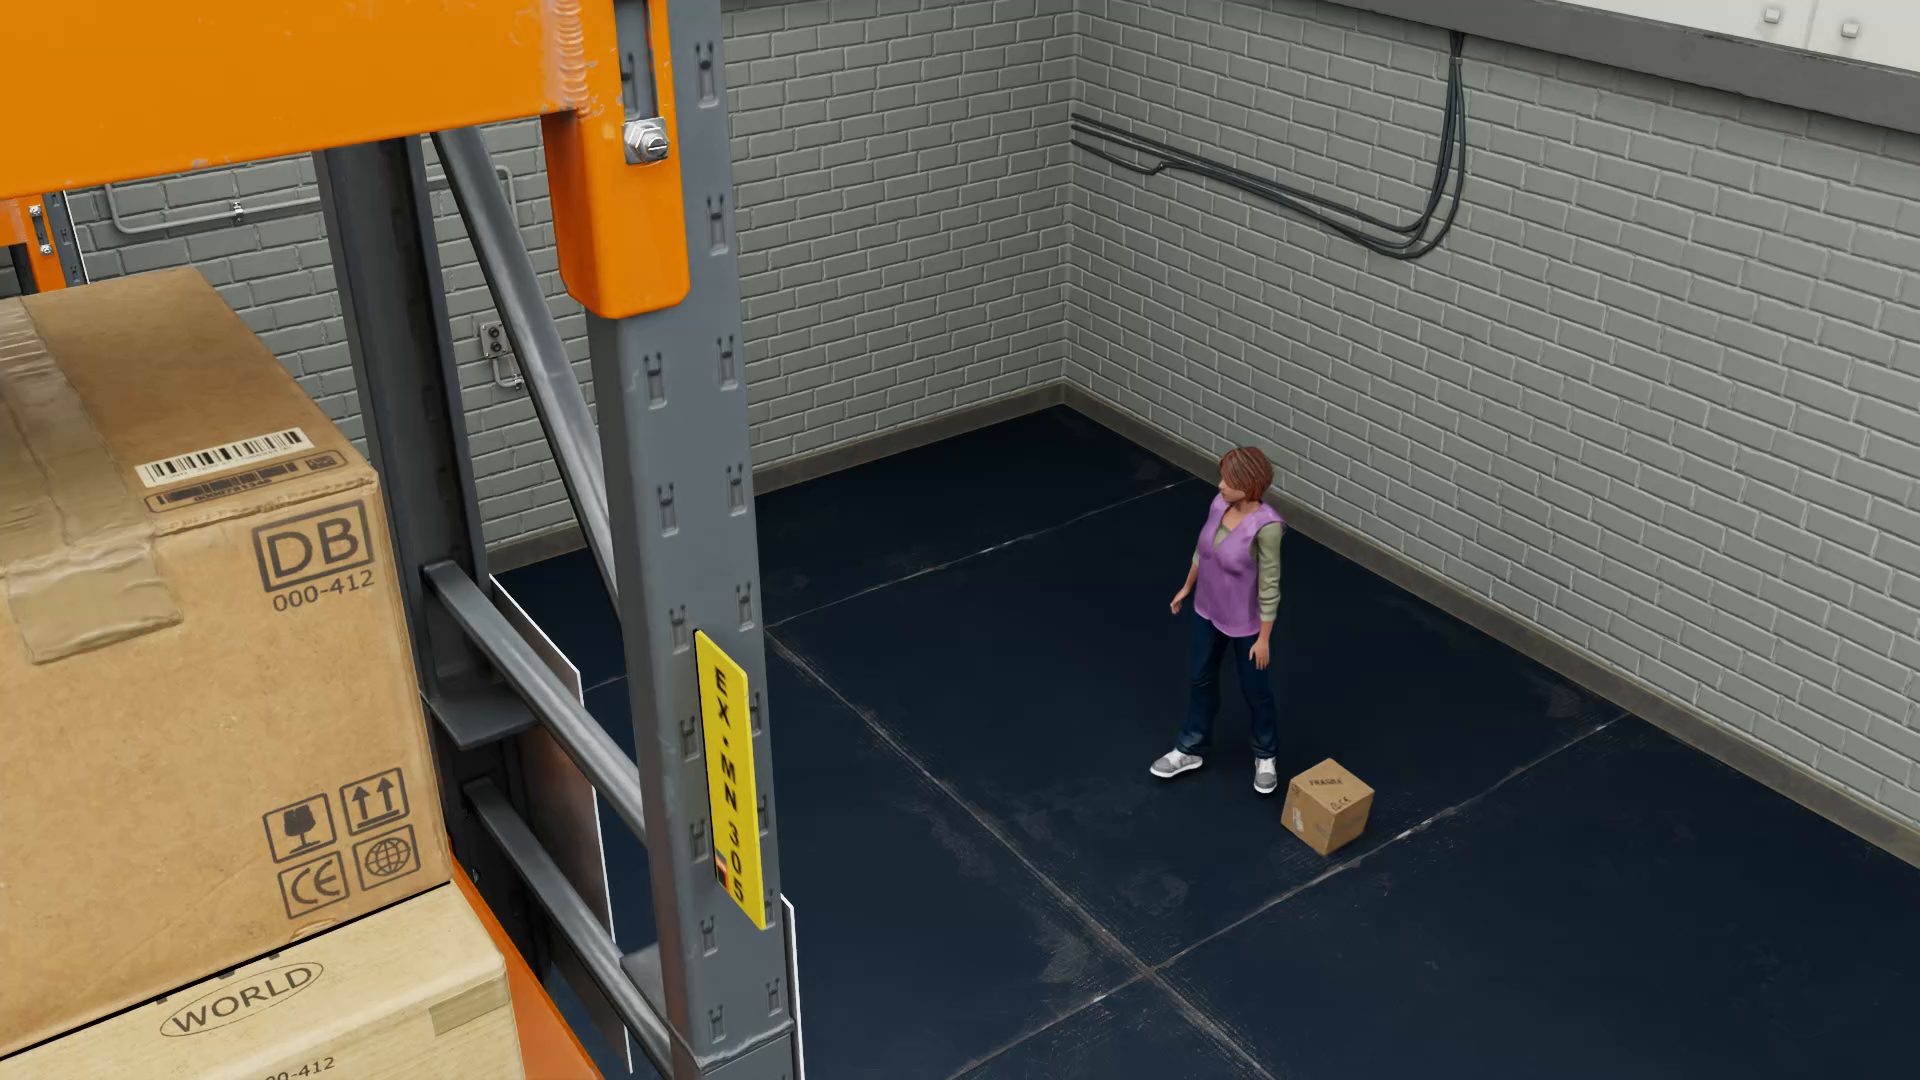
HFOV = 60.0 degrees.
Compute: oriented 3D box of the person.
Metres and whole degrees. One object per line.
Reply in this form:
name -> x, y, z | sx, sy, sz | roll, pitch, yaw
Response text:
person -> 1.121, 0.328, 7.008 | 0.528, 1.589, 0.572 | -19, 34, -31
